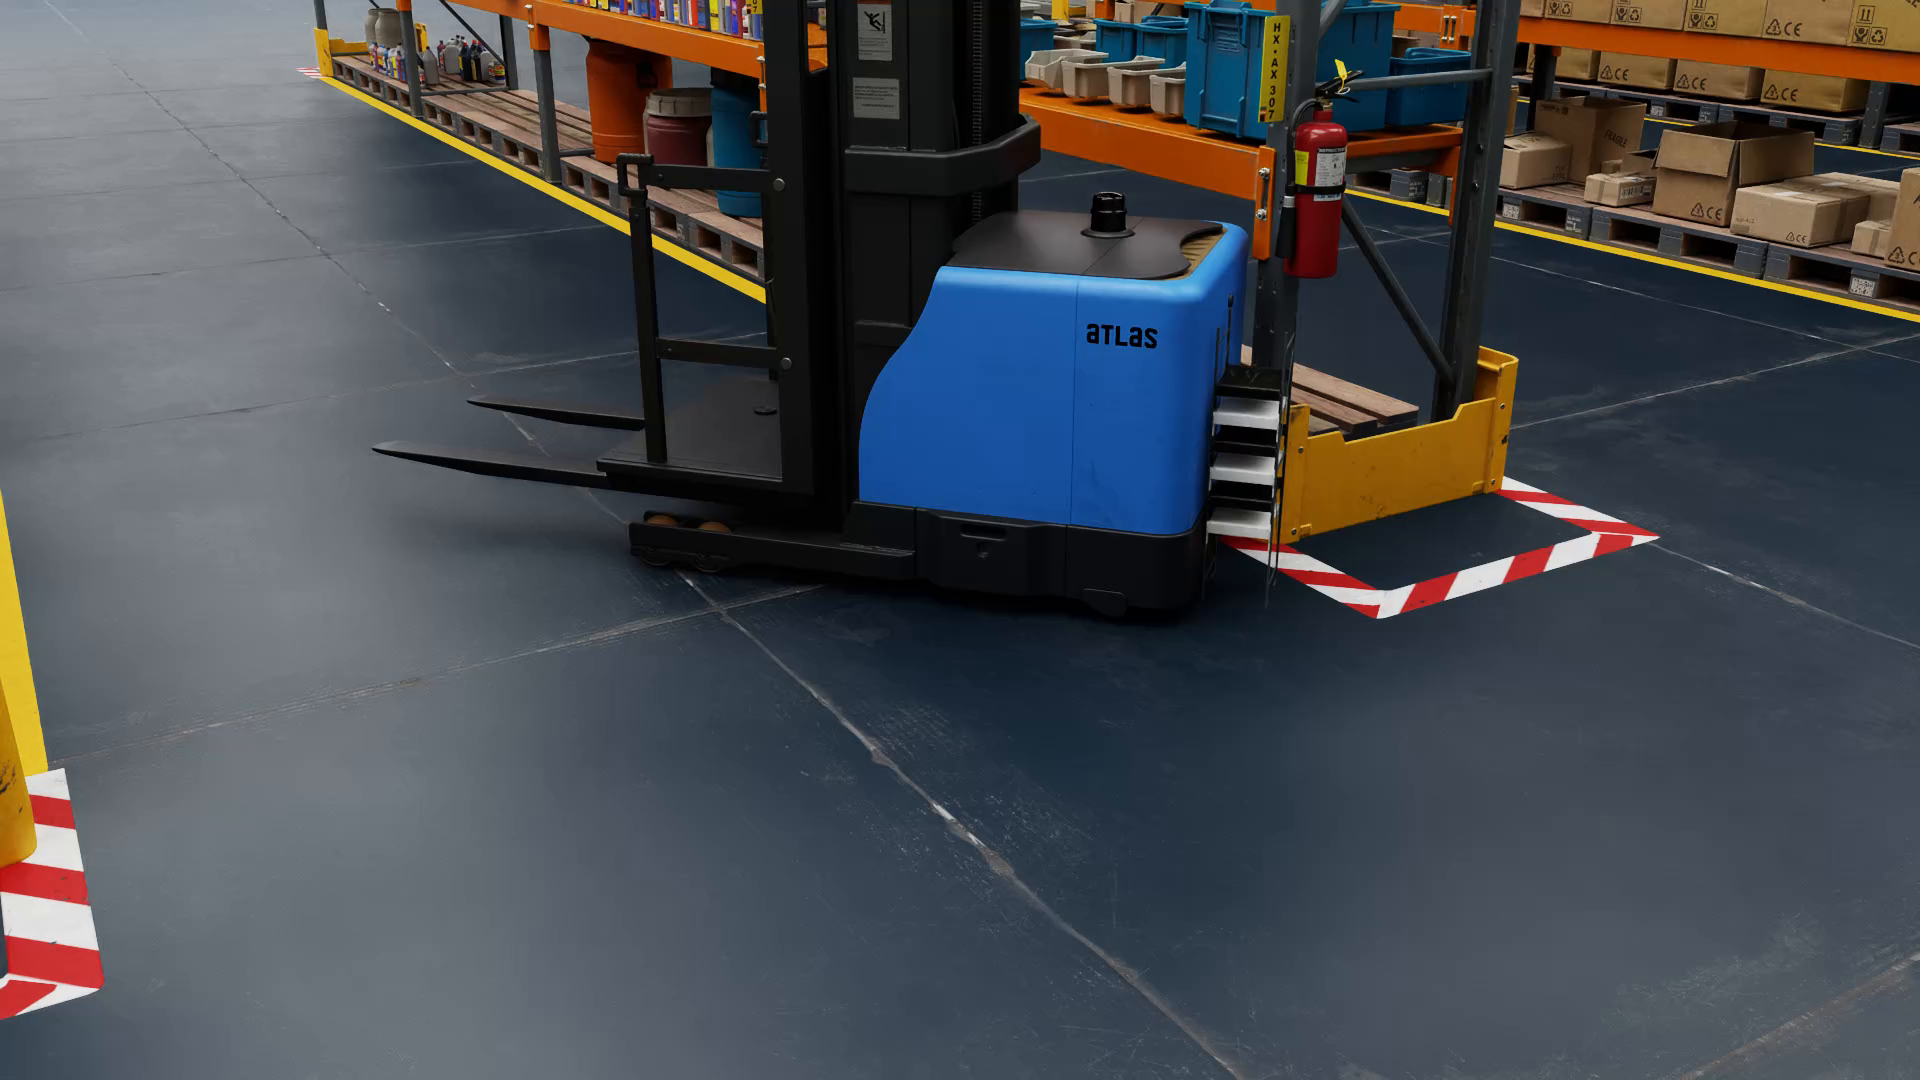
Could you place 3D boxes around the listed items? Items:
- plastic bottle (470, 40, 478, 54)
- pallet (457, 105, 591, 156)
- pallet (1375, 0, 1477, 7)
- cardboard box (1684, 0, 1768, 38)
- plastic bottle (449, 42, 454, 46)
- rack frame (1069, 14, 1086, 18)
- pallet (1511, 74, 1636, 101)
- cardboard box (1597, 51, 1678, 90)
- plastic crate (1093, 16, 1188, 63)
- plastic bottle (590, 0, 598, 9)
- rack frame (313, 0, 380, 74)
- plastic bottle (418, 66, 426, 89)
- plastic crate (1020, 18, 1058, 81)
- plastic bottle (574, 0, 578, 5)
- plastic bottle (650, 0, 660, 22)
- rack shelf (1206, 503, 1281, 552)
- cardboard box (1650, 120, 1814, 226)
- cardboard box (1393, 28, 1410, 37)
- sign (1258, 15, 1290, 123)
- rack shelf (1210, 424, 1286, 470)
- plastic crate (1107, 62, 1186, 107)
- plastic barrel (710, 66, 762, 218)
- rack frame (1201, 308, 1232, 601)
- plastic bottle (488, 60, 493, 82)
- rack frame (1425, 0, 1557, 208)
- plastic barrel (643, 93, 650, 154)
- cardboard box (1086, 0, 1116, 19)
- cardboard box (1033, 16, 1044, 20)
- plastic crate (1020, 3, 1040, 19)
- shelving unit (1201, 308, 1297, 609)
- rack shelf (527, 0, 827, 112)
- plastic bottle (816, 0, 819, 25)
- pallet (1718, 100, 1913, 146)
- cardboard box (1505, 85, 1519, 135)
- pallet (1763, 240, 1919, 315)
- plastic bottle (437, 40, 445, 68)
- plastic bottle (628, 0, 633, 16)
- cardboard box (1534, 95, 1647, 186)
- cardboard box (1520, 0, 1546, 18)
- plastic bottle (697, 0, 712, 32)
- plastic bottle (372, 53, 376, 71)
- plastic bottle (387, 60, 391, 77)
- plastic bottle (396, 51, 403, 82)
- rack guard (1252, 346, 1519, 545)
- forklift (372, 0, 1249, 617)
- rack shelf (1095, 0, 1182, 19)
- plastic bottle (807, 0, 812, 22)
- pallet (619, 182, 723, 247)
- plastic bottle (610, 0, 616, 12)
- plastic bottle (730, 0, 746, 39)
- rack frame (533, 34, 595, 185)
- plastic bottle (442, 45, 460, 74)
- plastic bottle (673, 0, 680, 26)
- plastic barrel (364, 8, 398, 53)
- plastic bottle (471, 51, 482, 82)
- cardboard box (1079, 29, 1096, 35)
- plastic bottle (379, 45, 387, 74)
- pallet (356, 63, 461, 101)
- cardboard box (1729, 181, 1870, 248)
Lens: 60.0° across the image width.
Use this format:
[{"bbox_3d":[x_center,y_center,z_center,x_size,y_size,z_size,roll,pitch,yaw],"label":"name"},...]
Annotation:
[{"bbox_3d":[-4.815,-4.799,16.569,0.144,0.351,0.185,-14,26,-30],"label":"plastic bottle"},{"bbox_3d":[-3.601,-3.487,14.109,1.003,0.211,1.213,-13,25,-28],"label":"pallet"},{"bbox_3d":[3.370,-3.973,11.858,1.003,0.211,1.213,-13,25,-28],"label":"pallet"},{"bbox_3d":[4.489,-3.119,9.370,0.500,0.500,0.500,-13,25,-29],"label":"cardboard box"},{"bbox_3d":[-5.215,-5.015,17.200,0.152,0.276,0.135,-13,26,-30],"label":"plastic bottle"},{"bbox_3d":[1.811,-8.621,23.038,1.000,3.000,0.127,-13,25,-28],"label":"rack frame"},{"bbox_3d":[6.235,-4.470,16.528,1.003,0.211,1.213,-13,25,-28],"label":"pallet"},{"bbox_3d":[6.602,-4.682,15.644,0.750,0.750,0.750,-13,25,-28],"label":"cardboard box"},{"bbox_3d":[0.798,-2.153,7.267,0.416,0.233,0.300,-13,25,-28],"label":"plastic crate"},{"bbox_3d":[-2.411,-3.667,11.006,0.061,0.283,0.133,-13,25,-28],"label":"plastic bottle"},{"bbox_3d":[-6.706,-6.715,18.349,1.000,3.000,0.127,-13,25,-28],"label":"rack frame"},{"bbox_3d":[-5.116,-4.385,15.749,0.097,0.201,0.097,0,22,0],"label":"plastic bottle"},{"bbox_3d":[0.198,-2.102,7.141,0.416,0.233,0.300,-13,25,-28],"label":"plastic crate"},{"bbox_3d":[-2.591,-3.757,11.335,0.097,0.201,0.097,0,22,0],"label":"plastic bottle"},{"bbox_3d":[-1.844,-3.308,10.123,0.061,0.283,0.133,-13,25,-28],"label":"plastic bottle"},{"bbox_3d":[0.908,-0.055,5.319,0.200,0.077,0.258,7,23,16],"label":"rack shelf"},{"bbox_3d":[4.648,-2.223,10.027,0.797,0.503,0.637,-13,25,-28],"label":"cardboard box"},{"bbox_3d":[5.044,-5.645,18.451,0.700,0.500,0.500,-13,25,-29],"label":"cardboard box"},{"bbox_3d":[1.002,-1.501,5.303,0.100,0.325,0.005,-13,25,-28],"label":"sign"},{"bbox_3d":[0.908,-0.305,5.217,0.200,0.077,0.258,7,23,16],"label":"rack shelf"},{"bbox_3d":[0.759,-1.767,6.447,0.396,0.136,0.243,-13,25,-28],"label":"plastic crate"},{"bbox_3d":[-1.201,-2.462,10.114,0.600,0.901,0.708,-13,25,-28],"label":"plastic barrel"},{"bbox_3d":[0.811,-0.264,5.267,0.006,0.900,0.240,7,23,16],"label":"rack frame"},{"bbox_3d":[-4.553,-4.581,16.231,0.097,0.201,0.097,0,22,0],"label":"plastic bottle"},{"bbox_3d":[3.684,-3.782,11.134,1.000,3.000,0.127,-13,25,-28],"label":"rack frame"},{"bbox_3d":[-1.990,-2.847,11.579,0.421,0.512,0.421,0,22,0],"label":"plastic barrel"},{"bbox_3d":[2.087,-7.338,22.868,0.500,0.311,0.500,-16,27,-34],"label":"cardboard box"},{"bbox_3d":[0.575,-5.147,16.841,0.500,0.311,0.500,-13,25,-28],"label":"cardboard box"},{"bbox_3d":[0.045,-2.274,7.500,0.437,0.282,0.530,-13,25,-28],"label":"plastic crate"},{"bbox_3d":[0.908,-0.253,5.238,0.210,0.900,0.258,7,23,16],"label":"shelving unit"},{"bbox_3d":[-1.598,-3.145,10.521,1.077,0.370,4.000,-13,25,-28],"label":"rack shelf"},{"bbox_3d":[-0.807,-3.186,9.931,0.097,0.201,0.097,0,22,0],"label":"plastic bottle"},{"bbox_3d":[7.482,-3.680,14.585,1.003,0.211,1.213,-13,25,-28],"label":"pallet"},{"bbox_3d":[3.646,-3.032,12.022,0.500,0.500,0.500,-14,26,-31],"label":"cardboard box"},{"bbox_3d":[5.280,-1.478,9.168,1.003,0.211,1.213,-13,25,-28],"label":"pallet"},{"bbox_3d":[-5.377,-5.043,17.258,0.061,0.283,0.133,-13,25,-28],"label":"plastic bottle"},{"bbox_3d":[-2.051,-3.447,10.480,0.097,0.271,0.097,0,22,0],"label":"plastic bottle"},{"bbox_3d":[4.219,-2.698,11.202,0.500,0.500,0.500,-13,25,-28],"label":"cardboard box"},{"bbox_3d":[3.710,-3.611,10.580,0.500,0.500,0.500,-12,25,-27],"label":"cardboard box"},{"bbox_3d":[-1.422,-3.102,9.526,0.144,0.351,0.185,-13,25,-28],"label":"plastic bottle"},{"bbox_3d":[-5.995,-4.942,17.120,0.097,0.201,0.097,0,22,0],"label":"plastic bottle"},{"bbox_3d":[-5.666,-4.734,16.607,0.097,0.201,0.097,0,22,0],"label":"plastic bottle"},{"bbox_3d":[-5.457,-4.626,16.232,0.061,0.283,0.133,-11,24,-25],"label":"plastic bottle"},{"bbox_3d":[1.490,-0.373,6.065,1.175,0.500,0.348,-13,25,-28],"label":"rack guard"},{"bbox_3d":[-0.596,-1.430,5.436,3.031,2.935,1.130,7,23,16],"label":"forklift"},{"bbox_3d":[0.619,-5.391,16.047,1.077,0.370,4.000,-13,25,-28],"label":"rack shelf"},{"bbox_3d":[-0.958,-3.296,10.102,0.152,0.276,0.135,-13,25,-28],"label":"plastic bottle"},{"bbox_3d":[-1.562,-2.192,10.925,1.003,0.211,1.213,-13,25,-28],"label":"pallet"},{"bbox_3d":[-2.218,-3.553,10.741,0.097,0.271,0.097,0,22,0],"label":"plastic bottle"},{"bbox_3d":[-1.213,-2.908,9.138,0.061,0.283,0.133,-13,25,-28],"label":"plastic bottle"},{"bbox_3d":[-2.620,-4.126,11.978,1.000,3.000,0.127,-13,25,-28],"label":"rack frame"},{"bbox_3d":[-5.146,-4.866,16.832,0.152,0.276,0.135,-13,25,-28],"label":"plastic bottle"},{"bbox_3d":[-1.651,-3.162,9.870,0.097,0.201,0.097,0,22,0],"label":"plastic bottle"},{"bbox_3d":[-6.304,-5.559,18.251,0.421,0.512,0.421,0,22,0],"label":"plastic barrel"},{"bbox_3d":[-4.729,-4.632,16.247,0.061,0.283,0.133,-13,25,-28],"label":"plastic bottle"},{"bbox_3d":[1.350,-4.652,15.623,0.500,0.311,0.500,-13,26,-30],"label":"cardboard box"},{"bbox_3d":[-5.822,-4.865,16.836,0.097,0.271,0.097,0,22,0],"label":"plastic bottle"},{"bbox_3d":[-5.597,-4.750,17.216,1.003,0.211,1.213,-13,25,-28],"label":"pallet"},{"bbox_3d":[4.778,-1.859,9.470,0.500,0.250,0.500,-13,25,-28],"label":"cardboard box"}]
